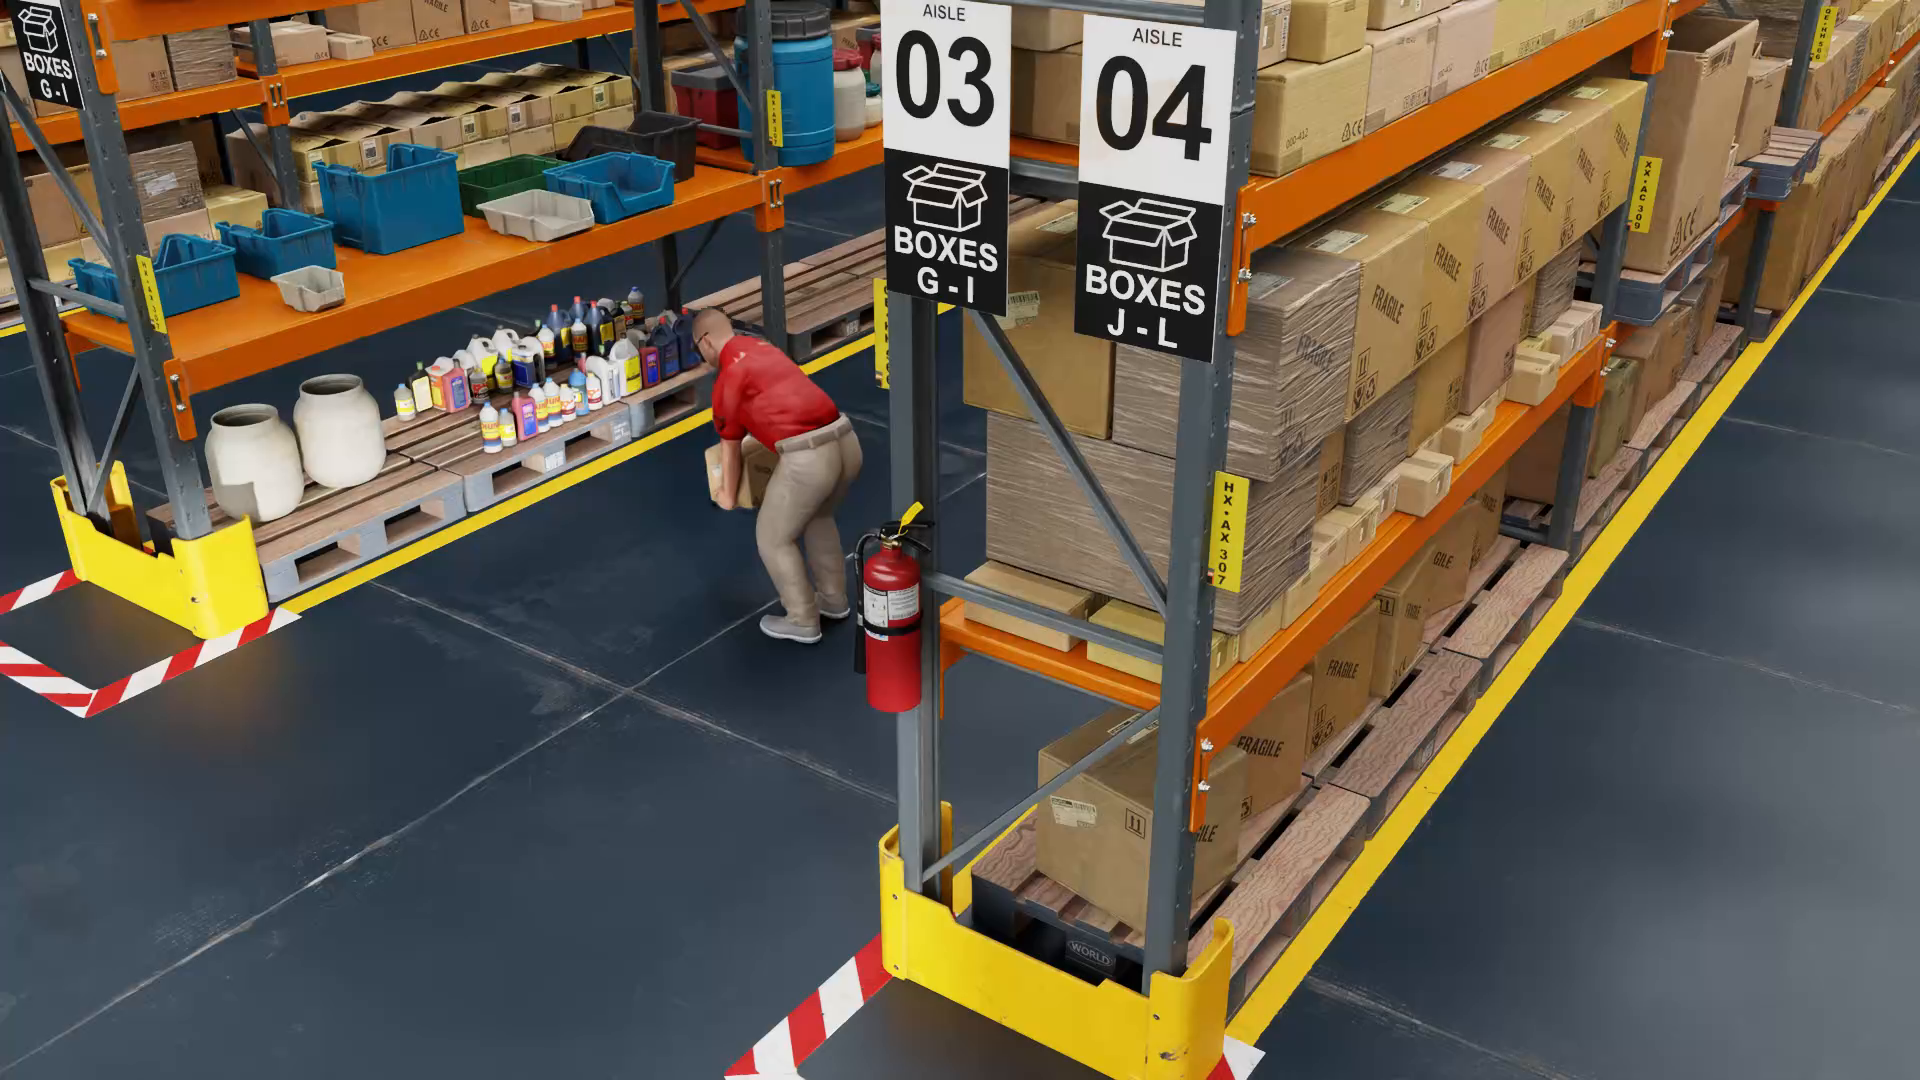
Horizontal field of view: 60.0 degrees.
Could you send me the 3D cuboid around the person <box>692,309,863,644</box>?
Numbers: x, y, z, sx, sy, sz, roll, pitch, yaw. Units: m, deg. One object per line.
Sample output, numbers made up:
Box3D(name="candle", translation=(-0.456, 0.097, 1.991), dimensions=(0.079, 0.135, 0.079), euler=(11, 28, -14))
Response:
Box3D(name="person", translation=(-0.838, -0.291, 7.538), dimensions=(0.816, 1.436, 0.477), euler=(16, 31, 29))
